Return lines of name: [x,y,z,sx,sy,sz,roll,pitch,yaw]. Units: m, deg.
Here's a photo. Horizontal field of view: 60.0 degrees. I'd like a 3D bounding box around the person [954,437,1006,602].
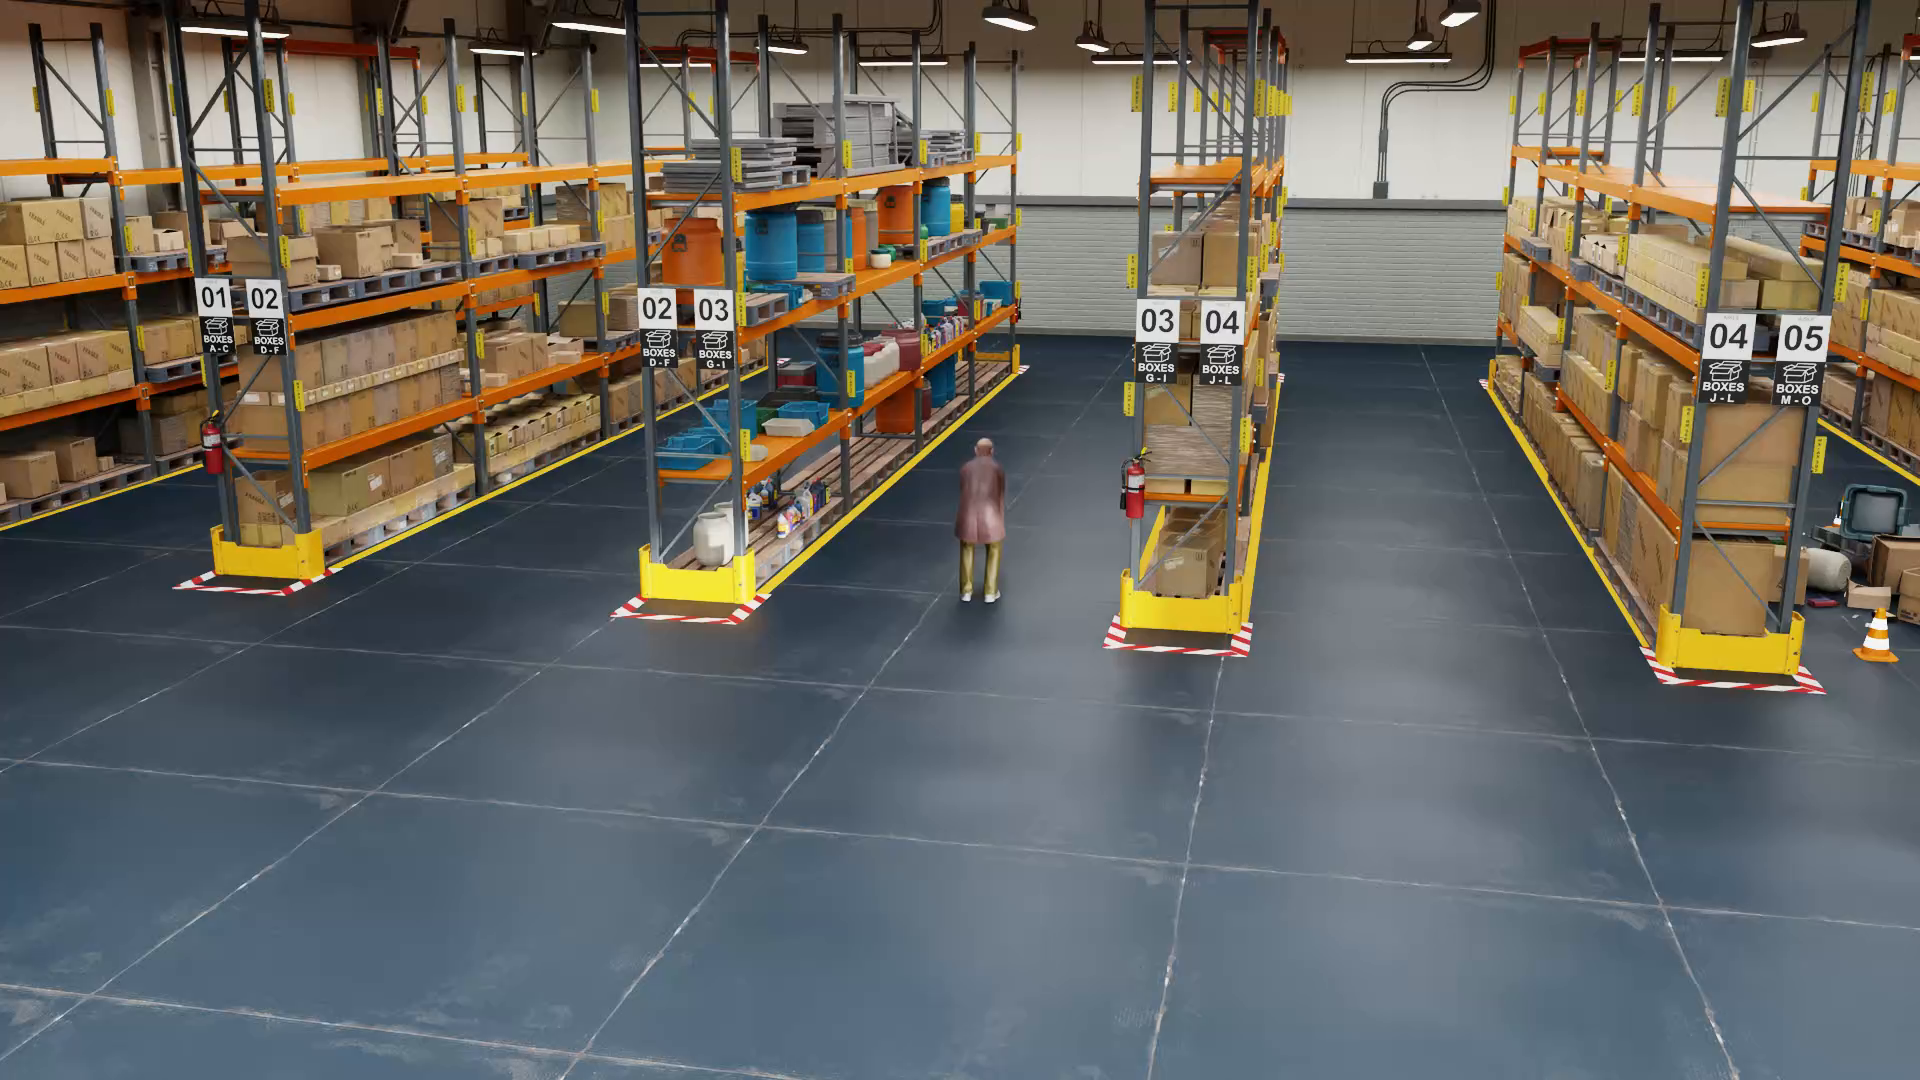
person: [0.229,-0.210,17.173,0.544,1.626,0.697,3,15,10]
